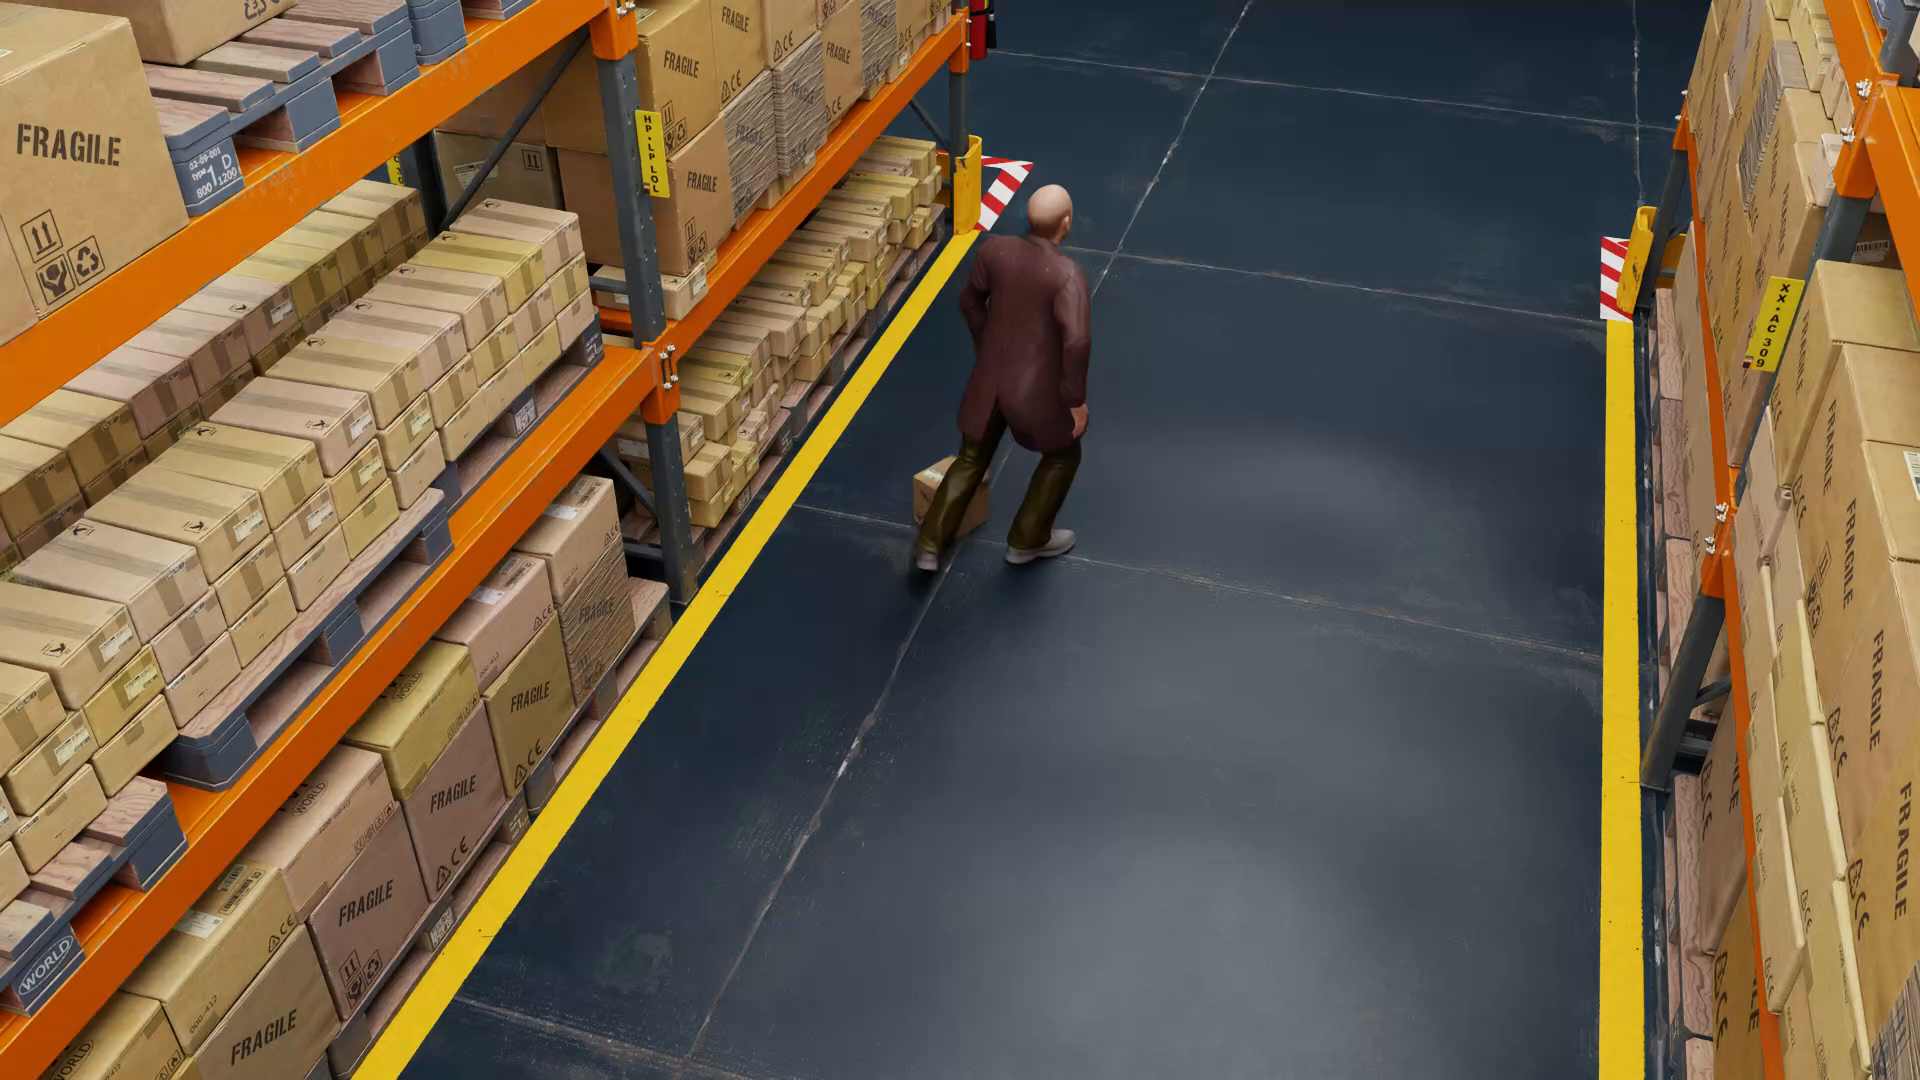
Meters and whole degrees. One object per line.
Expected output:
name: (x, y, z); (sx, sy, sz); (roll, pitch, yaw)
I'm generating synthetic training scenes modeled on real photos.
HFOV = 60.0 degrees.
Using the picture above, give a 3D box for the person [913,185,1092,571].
person: (0.195, -0.598, 7.020); (0.740, 1.721, 0.806); (25, 43, 30)
